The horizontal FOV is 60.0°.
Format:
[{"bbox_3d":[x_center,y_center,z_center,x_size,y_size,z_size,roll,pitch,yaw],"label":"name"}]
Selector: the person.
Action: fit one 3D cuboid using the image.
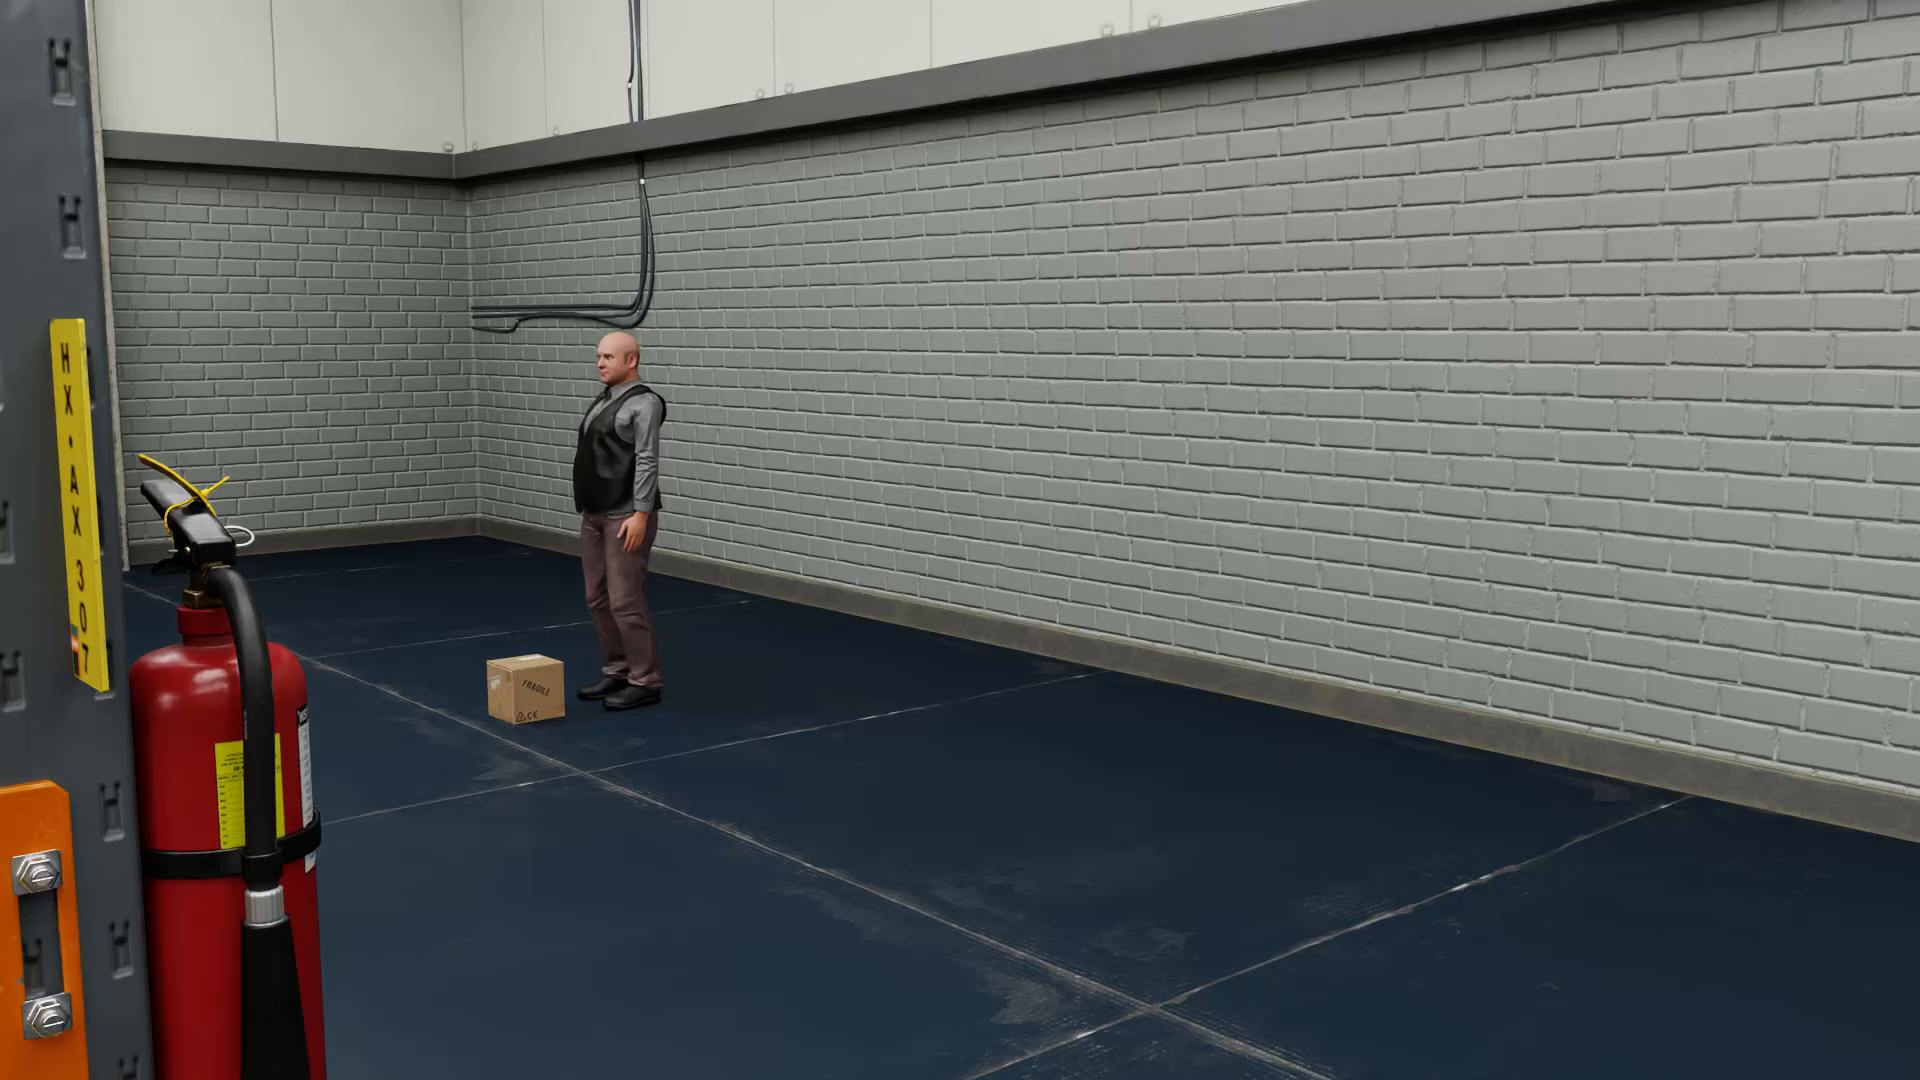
[{"bbox_3d":[-1.568,-0.095,7.656,0.359,1.713,0.533,-6,10,-40],"label":"person"}]
